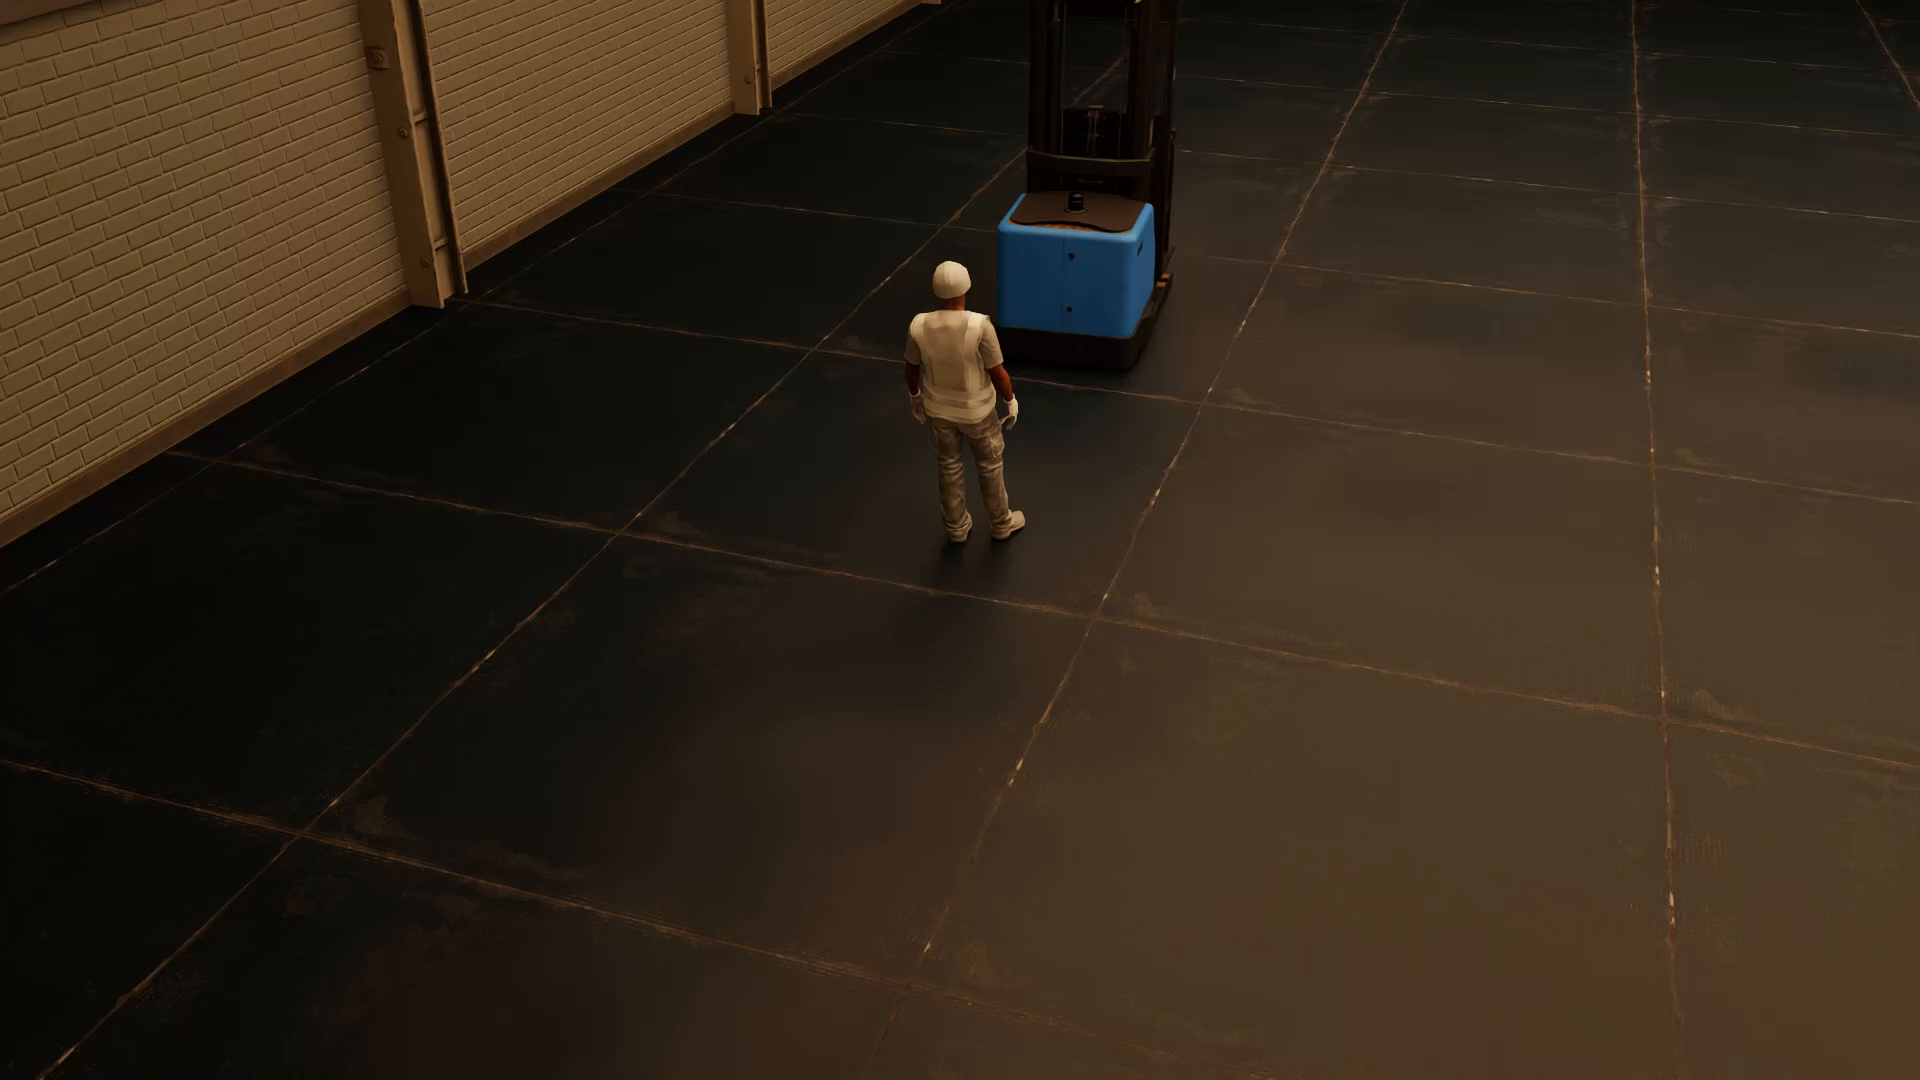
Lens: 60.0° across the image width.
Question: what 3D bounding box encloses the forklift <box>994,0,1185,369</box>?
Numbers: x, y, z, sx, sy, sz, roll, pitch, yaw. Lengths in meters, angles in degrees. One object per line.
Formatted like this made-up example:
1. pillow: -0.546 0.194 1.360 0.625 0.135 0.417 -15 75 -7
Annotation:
1. forklift: 1.122 -3.237 12.815 1.130 2.935 3.031 7 31 13

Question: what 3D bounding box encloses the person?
1. person: 0.032 -0.813 9.707 0.656 1.782 0.577 10 31 16
